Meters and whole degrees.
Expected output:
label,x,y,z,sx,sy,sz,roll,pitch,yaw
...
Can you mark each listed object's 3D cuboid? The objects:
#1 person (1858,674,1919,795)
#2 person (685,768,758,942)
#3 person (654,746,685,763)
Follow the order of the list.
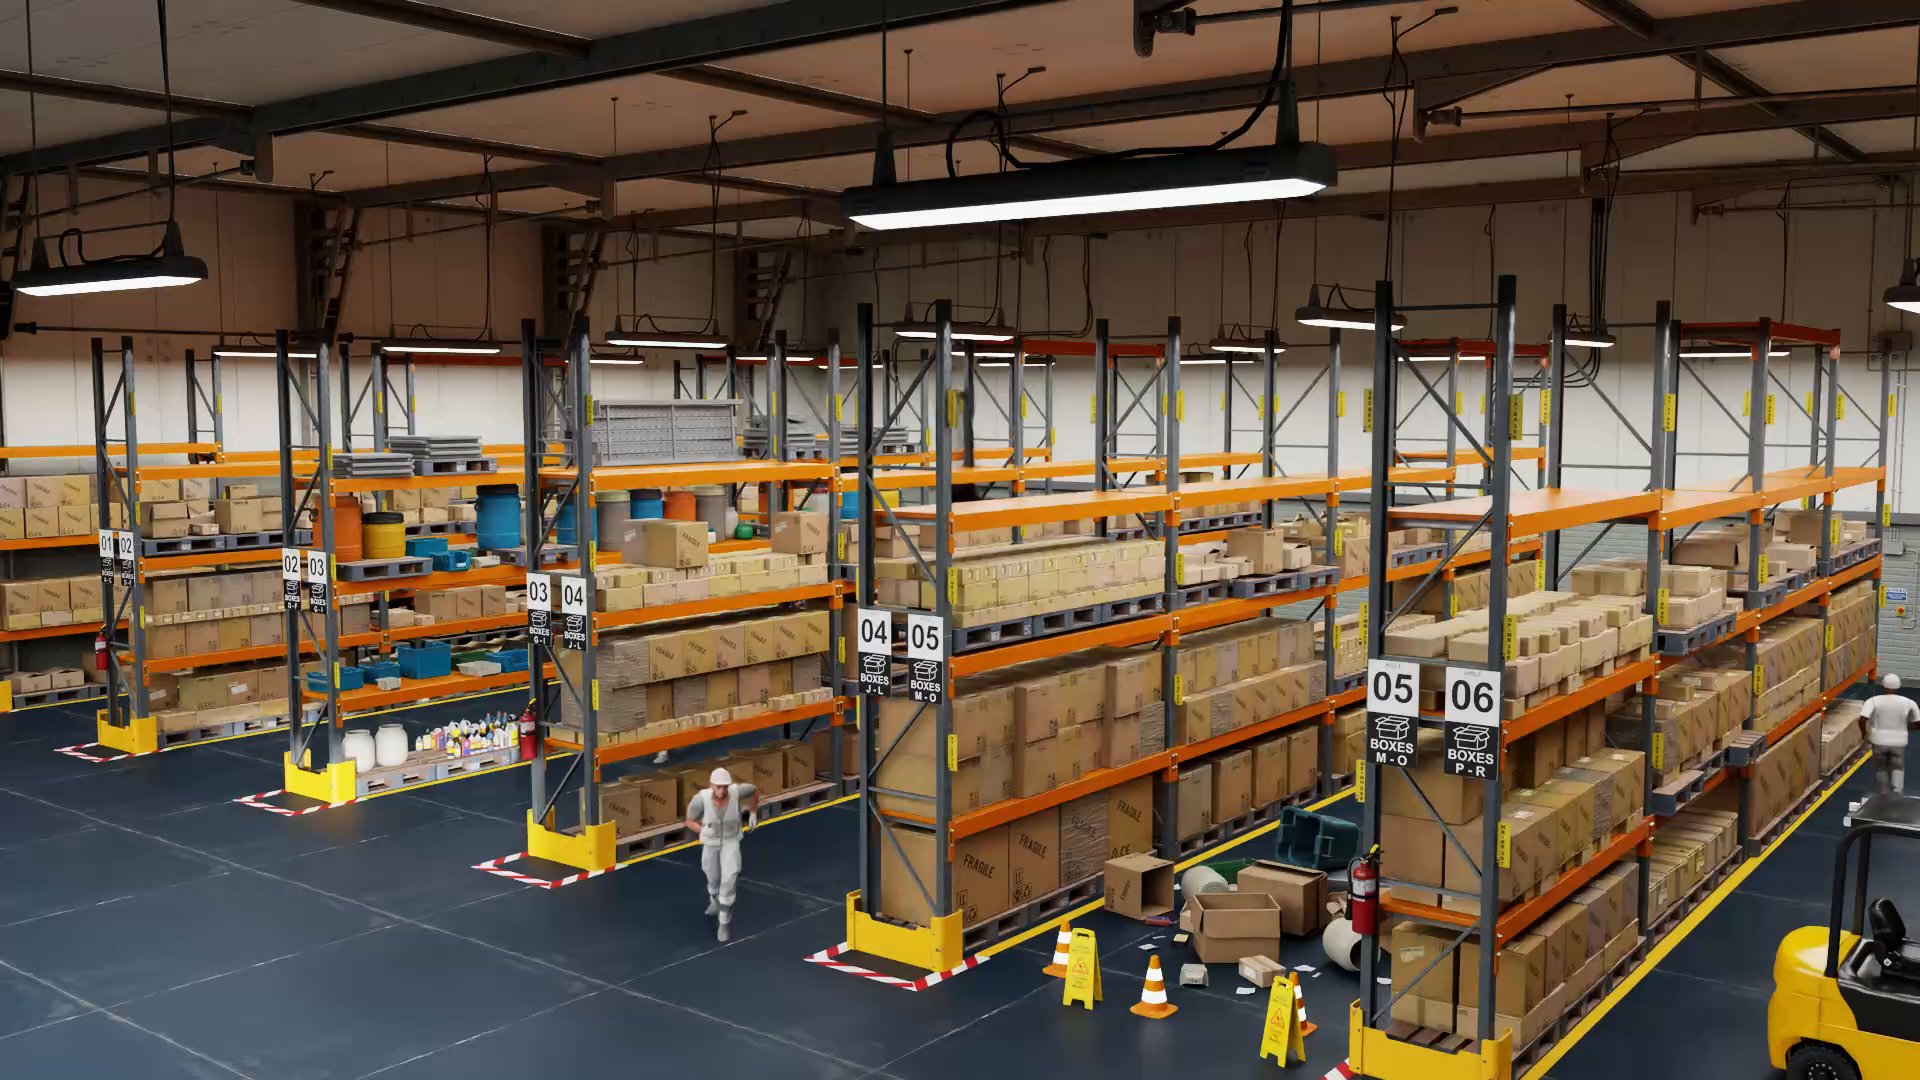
label,x,y,z,sx,sy,sz,roll,pitch,yaw
person,11.487,2.515,20.561,0.699,1.728,0.687,2,5,25
person,-2.289,2.965,16.004,0.707,1.718,1.021,-1,5,-11
person,-4.217,2.256,23.510,0.674,1.748,0.649,2,5,17
